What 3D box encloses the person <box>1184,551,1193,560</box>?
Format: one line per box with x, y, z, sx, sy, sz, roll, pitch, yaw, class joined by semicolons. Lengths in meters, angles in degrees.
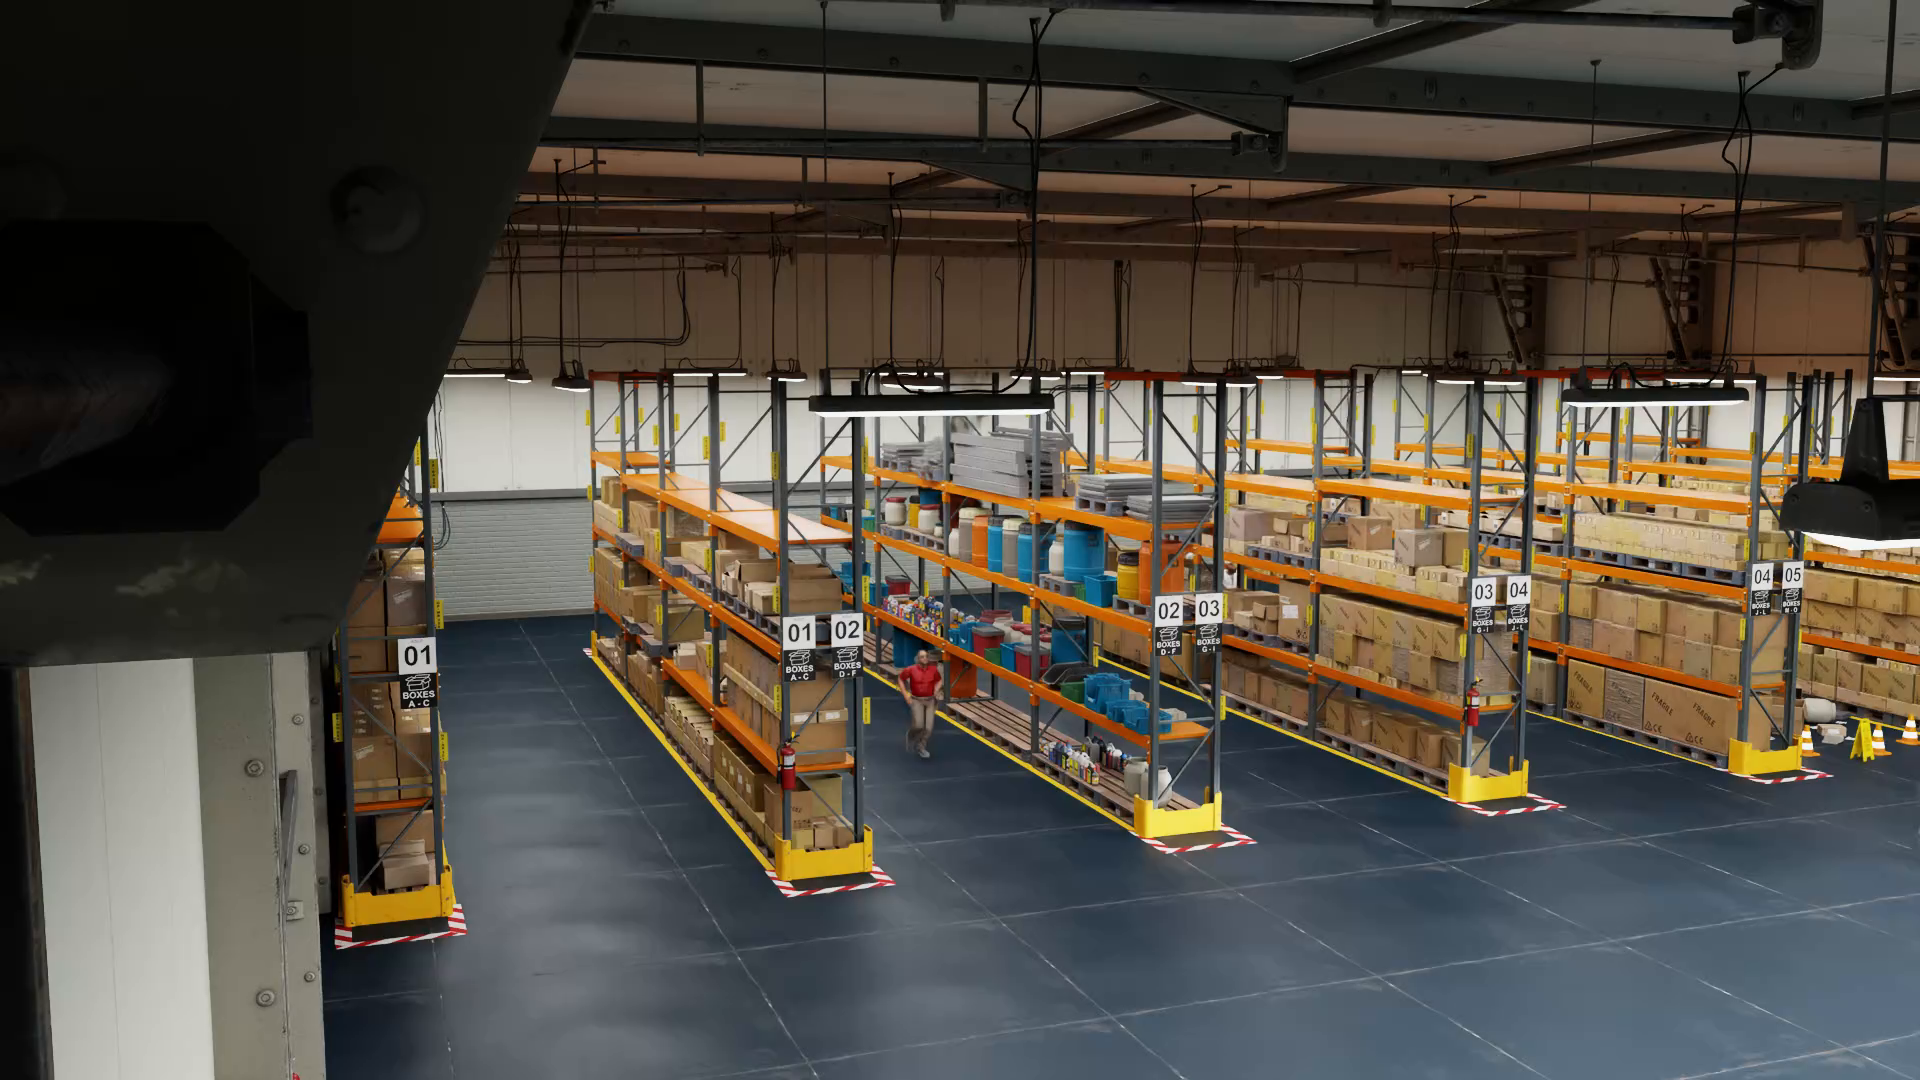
5.616;0.909;41.168;0.821;1.768;0.762;-4;8;-33;person

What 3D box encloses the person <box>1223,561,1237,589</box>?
6.067;1.276;37.375;0.658;1.798;0.851;-1;7;-12;person

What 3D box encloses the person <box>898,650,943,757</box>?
-0.581;2.577;26.128;0.710;1.694;0.563;-2;7;-21;person
